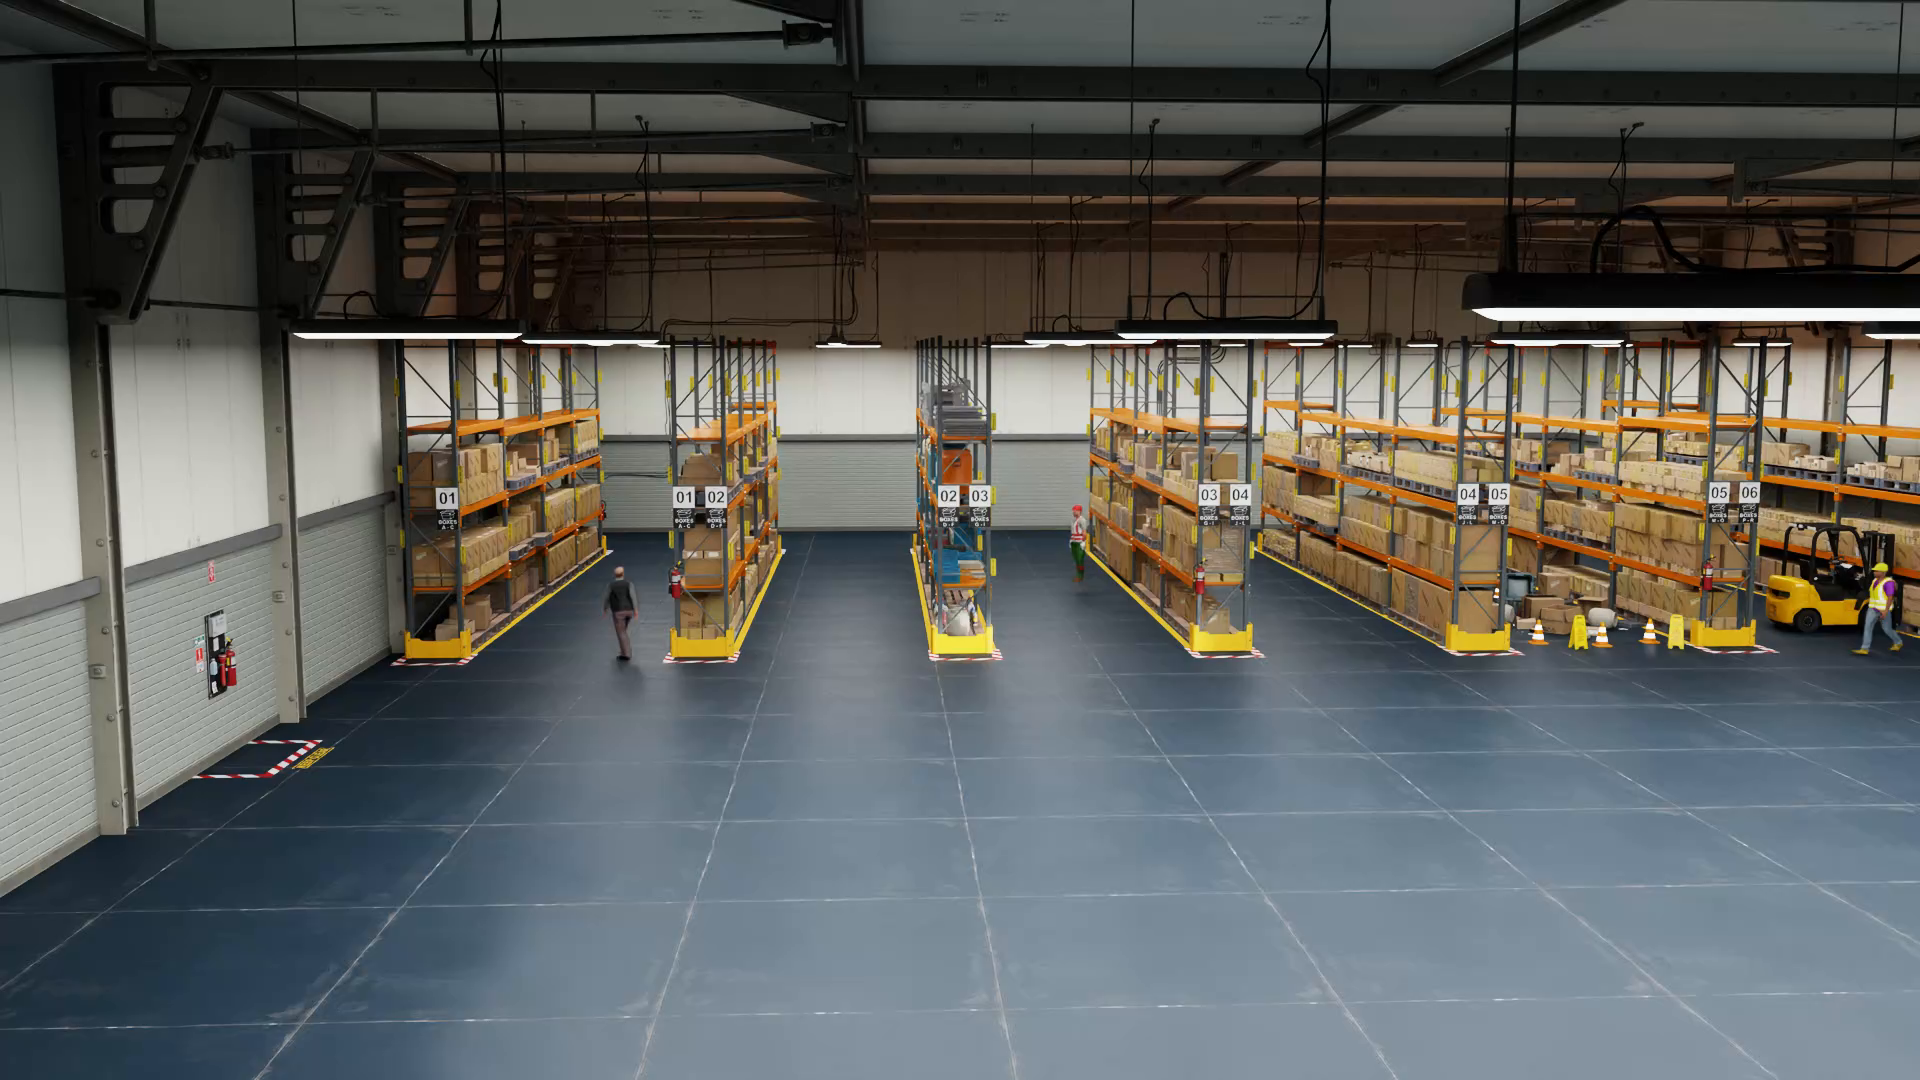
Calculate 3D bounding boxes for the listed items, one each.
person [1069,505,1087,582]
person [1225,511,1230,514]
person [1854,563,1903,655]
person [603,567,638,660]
[{"bbox_3d":[2.791,0.073,39.390,0.515,1.803,0.551,-6,9,-44],"label":"person"},{"bbox_3d":[7.529,-0.516,47.521,0.576,1.796,0.635,1,7,8],"label":"person"},{"bbox_3d":[17.381,1.303,31.355,1.001,1.740,0.535,-3,7,-23],"label":"person"},{"bbox_3d":[-6.324,1.391,30.884,0.626,1.793,0.474,4,8,33],"label":"person"}]
